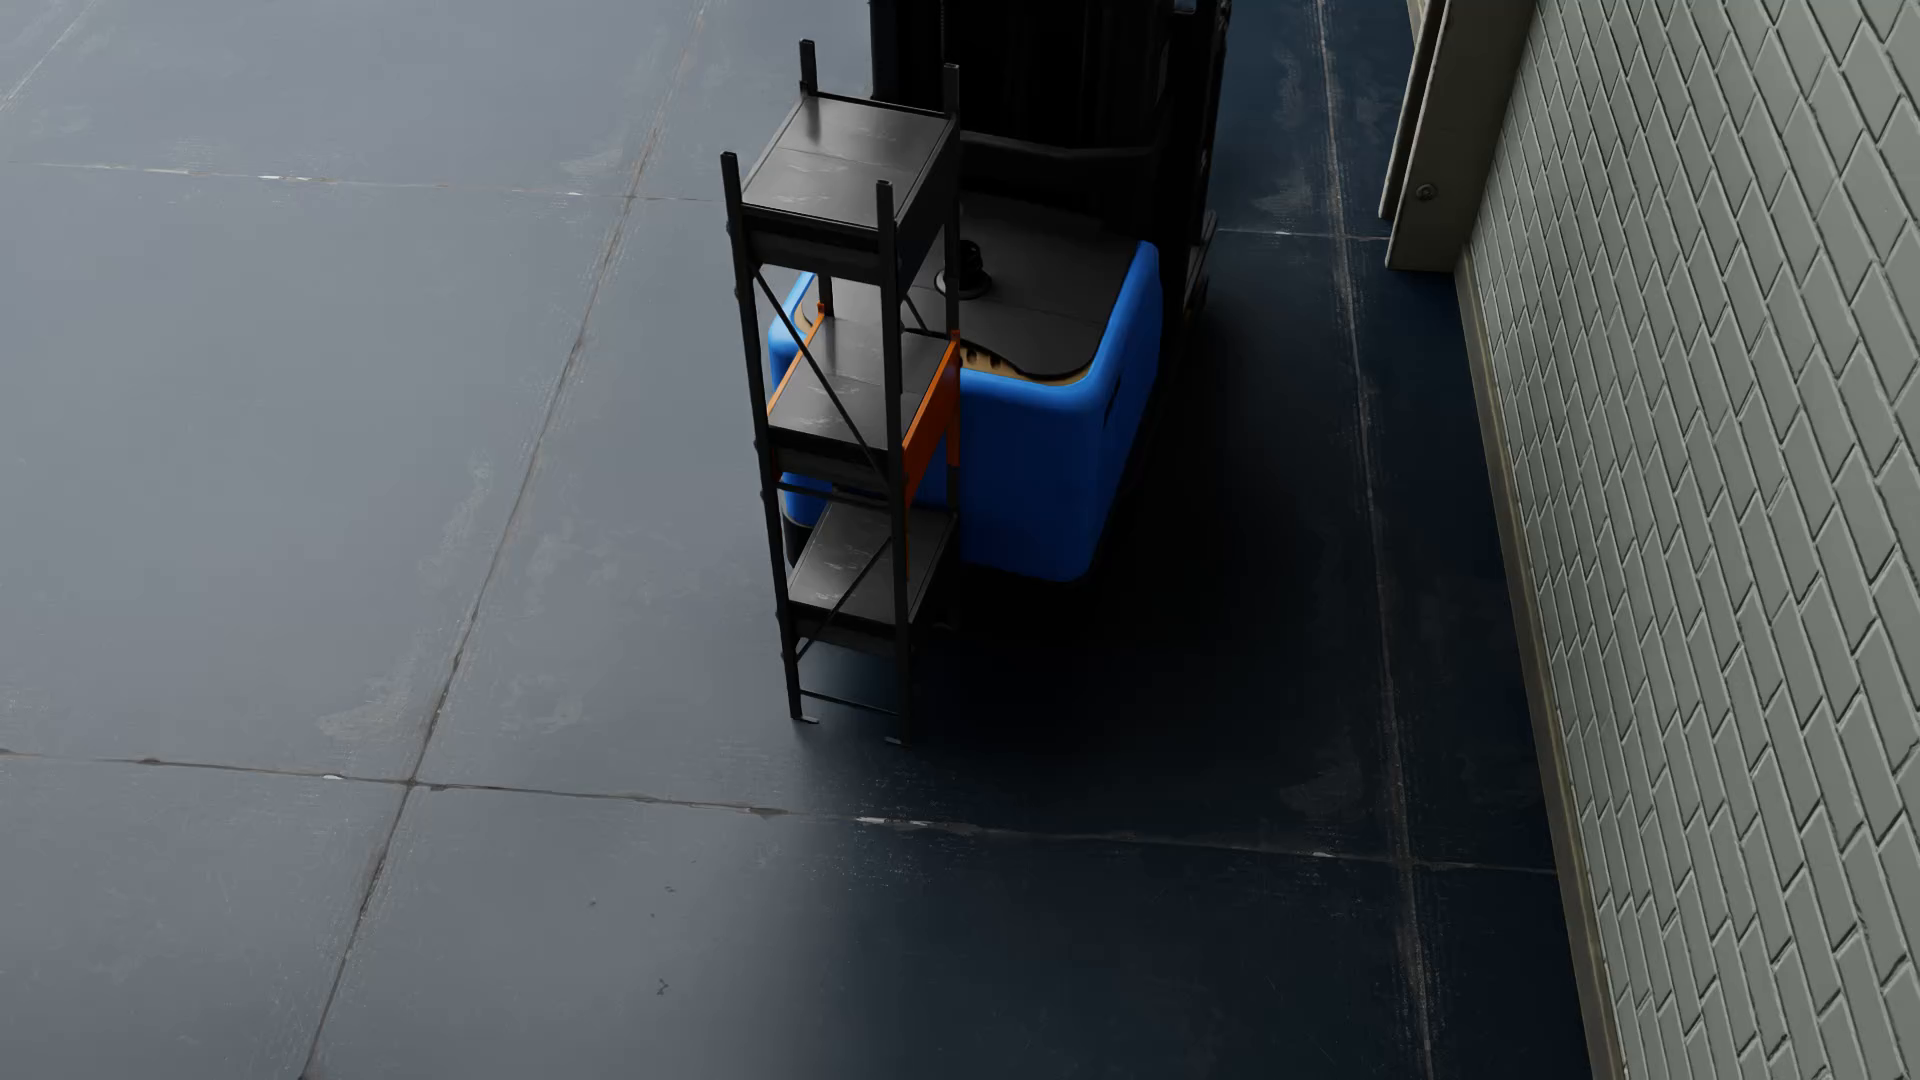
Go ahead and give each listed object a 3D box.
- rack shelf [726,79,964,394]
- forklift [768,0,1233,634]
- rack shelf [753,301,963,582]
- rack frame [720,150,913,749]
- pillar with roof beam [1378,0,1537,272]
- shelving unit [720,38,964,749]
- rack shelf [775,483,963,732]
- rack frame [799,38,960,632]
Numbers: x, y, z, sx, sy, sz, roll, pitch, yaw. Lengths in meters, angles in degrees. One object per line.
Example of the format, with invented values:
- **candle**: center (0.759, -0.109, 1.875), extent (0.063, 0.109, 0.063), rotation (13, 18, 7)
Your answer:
- **rack shelf**: center (-0.267, -0.744, 4.078), extent (0.431, 0.518, 0.480), rotation (13, 49, 12)
- **forklift**: center (0.341, -1.798, 5.408), extent (1.130, 2.935, 3.031), rotation (13, 49, 12)
- **rack shelf**: center (-0.267, -0.272, 4.594), extent (0.431, 0.518, 0.480), rotation (13, 49, 12)
- **rack frame**: center (-0.340, -0.109, 4.427), extent (0.400, 2.100, 0.015), rotation (13, 49, 12)
- **pillar with roof beam**: center (-2.383, -4.566, 3.828), extent (9.100, 9.000, 0.400), rotation (4, 48, 4)
- **shelving unit**: center (-0.267, -0.281, 4.584), extent (0.431, 2.100, 0.503), rotation (13, 49, 12)
- **rack shelf**: center (-0.267, 0.201, 5.111), extent (0.431, 0.518, 0.480), rotation (13, 49, 12)
- **rack frame**: center (-0.195, -0.453, 4.741), extent (0.400, 2.100, 0.015), rotation (13, 49, 12)
